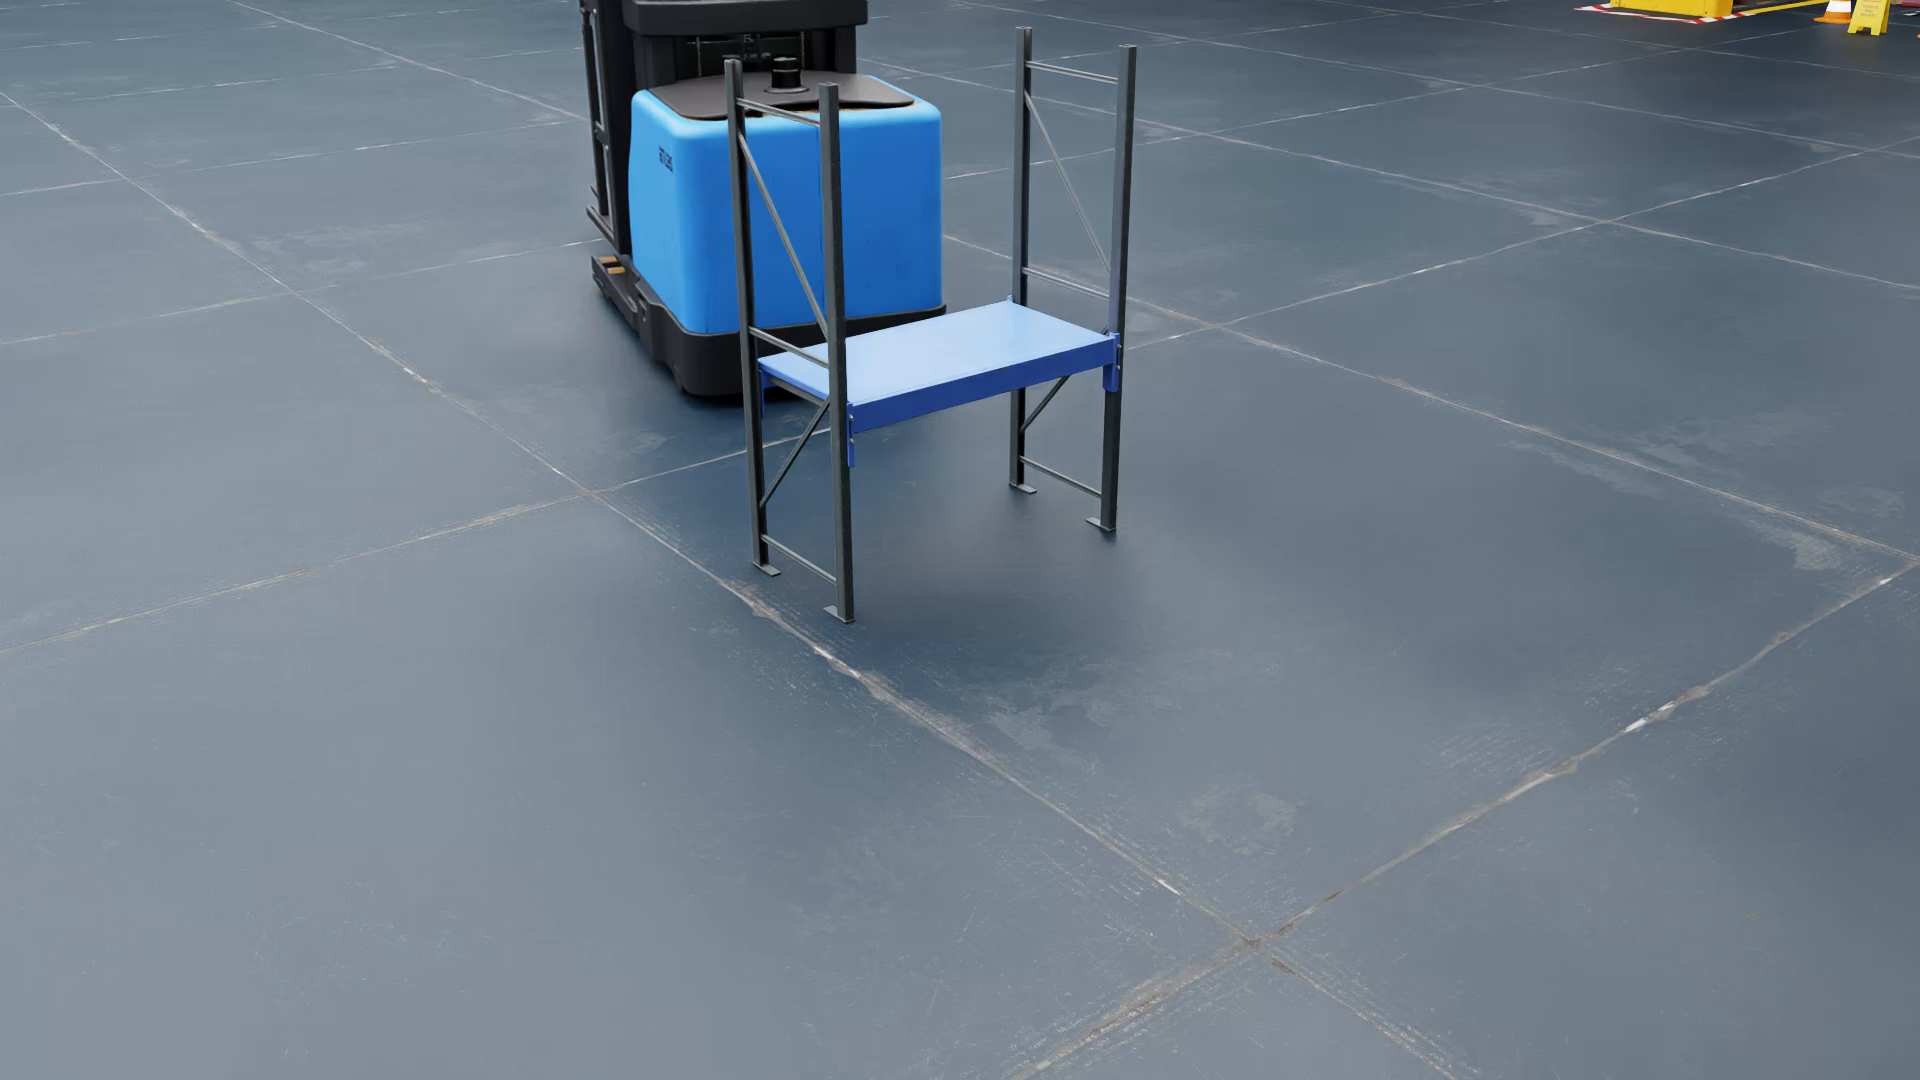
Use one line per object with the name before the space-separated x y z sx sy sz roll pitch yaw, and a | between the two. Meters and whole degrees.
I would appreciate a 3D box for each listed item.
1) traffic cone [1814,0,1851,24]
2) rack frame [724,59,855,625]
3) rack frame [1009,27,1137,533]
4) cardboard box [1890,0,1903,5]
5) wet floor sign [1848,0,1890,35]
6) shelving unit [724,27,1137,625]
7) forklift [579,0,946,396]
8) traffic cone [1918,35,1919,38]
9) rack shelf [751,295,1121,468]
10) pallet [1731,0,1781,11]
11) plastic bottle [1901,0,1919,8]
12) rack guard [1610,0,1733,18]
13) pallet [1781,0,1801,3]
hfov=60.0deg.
traffic cone | 8.449 -5.213 15.933 0.334 0.463 0.336 -18 31 -34
rack frame | -0.467 -0.526 4.602 0.032 1.500 0.500 -18 31 -34
rack frame | 0.333 -0.790 5.171 0.032 1.500 0.500 -18 31 -34
cardboard box | 9.714 -5.860 17.279 0.500 0.500 0.500 -13 28 -25
wet floor sign | 8.354 -4.965 15.182 0.267 0.644 0.232 21 32 37
shelving unit | -0.067 -0.658 4.887 1.048 1.500 0.538 -18 31 -34
forklift | -1.068 -2.463 7.076 1.130 2.935 3.031 -9 27 -20
traffic cone | 8.878 -4.751 14.936 0.334 0.463 0.336 -18 31 -34
rack shelf | -0.067 -0.495 4.962 1.000 0.185 0.538 -18 31 -34
pallet | 7.735 -5.665 17.206 1.213 0.211 1.003 -18 31 -34
plastic bottle | 9.764 -5.463 16.950 0.283 0.061 0.133 15 29 29
rack guard | 7.136 -5.556 16.628 0.348 0.500 1.175 -18 31 -34
pallet | 8.695 -5.980 17.885 1.213 0.211 1.003 -18 31 -34
